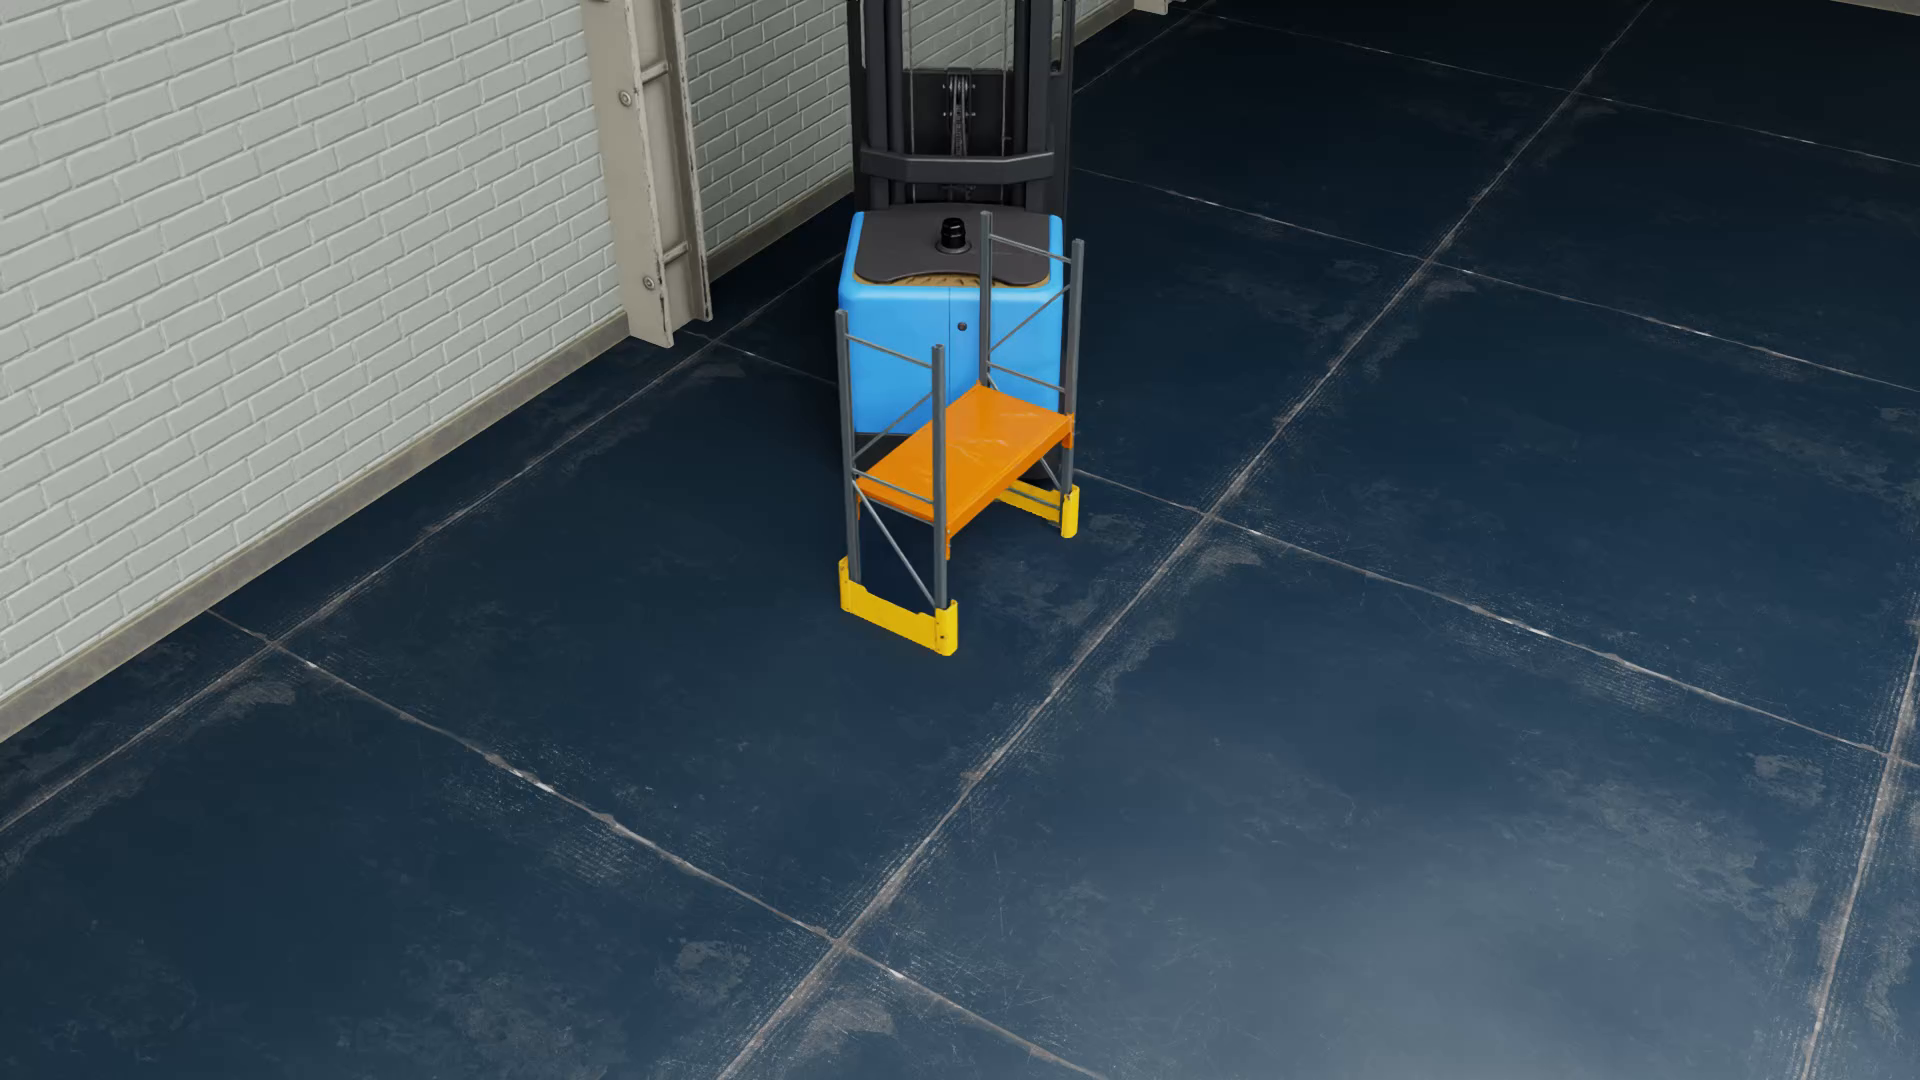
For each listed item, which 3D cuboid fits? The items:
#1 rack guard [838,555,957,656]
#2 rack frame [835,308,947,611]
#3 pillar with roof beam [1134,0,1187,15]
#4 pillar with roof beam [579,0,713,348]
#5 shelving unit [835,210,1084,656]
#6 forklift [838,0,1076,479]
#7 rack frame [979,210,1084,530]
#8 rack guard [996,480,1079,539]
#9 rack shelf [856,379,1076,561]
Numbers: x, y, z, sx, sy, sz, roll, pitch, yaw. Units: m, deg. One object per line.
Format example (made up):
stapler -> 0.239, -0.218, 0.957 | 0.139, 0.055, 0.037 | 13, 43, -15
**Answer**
rack guard -> -0.269, 0.282, 7.180 | 0.587, 0.250, 0.087 | 23, 43, 26
rack frame -> -0.270, -0.213, 6.797 | 0.500, 1.500, 0.032 | 23, 43, 26
pillar with roof beam -> 5.225, -6.450, 8.747 | 9.100, 9.000, 0.400 | 21, 42, 25
pillar with roof beam -> 2.011, -3.357, 4.735 | 9.100, 9.000, 0.400 | 21, 42, 25
shelving unit -> 0.011, -0.465, 7.124 | 0.587, 1.500, 1.083 | 23, 43, 26
forklift -> 0.016, -2.329, 8.371 | 1.130, 2.935, 3.031 | 1, 38, 2
rack frame -> 0.301, -0.726, 7.463 | 0.500, 1.500, 0.032 | 23, 43, 26
rack guard -> 0.291, -0.221, 7.832 | 0.587, 0.250, 0.087 | 23, 43, 26
rack shelf -> 0.016, -0.327, 7.240 | 0.538, 0.185, 1.000 | 23, 43, 26
